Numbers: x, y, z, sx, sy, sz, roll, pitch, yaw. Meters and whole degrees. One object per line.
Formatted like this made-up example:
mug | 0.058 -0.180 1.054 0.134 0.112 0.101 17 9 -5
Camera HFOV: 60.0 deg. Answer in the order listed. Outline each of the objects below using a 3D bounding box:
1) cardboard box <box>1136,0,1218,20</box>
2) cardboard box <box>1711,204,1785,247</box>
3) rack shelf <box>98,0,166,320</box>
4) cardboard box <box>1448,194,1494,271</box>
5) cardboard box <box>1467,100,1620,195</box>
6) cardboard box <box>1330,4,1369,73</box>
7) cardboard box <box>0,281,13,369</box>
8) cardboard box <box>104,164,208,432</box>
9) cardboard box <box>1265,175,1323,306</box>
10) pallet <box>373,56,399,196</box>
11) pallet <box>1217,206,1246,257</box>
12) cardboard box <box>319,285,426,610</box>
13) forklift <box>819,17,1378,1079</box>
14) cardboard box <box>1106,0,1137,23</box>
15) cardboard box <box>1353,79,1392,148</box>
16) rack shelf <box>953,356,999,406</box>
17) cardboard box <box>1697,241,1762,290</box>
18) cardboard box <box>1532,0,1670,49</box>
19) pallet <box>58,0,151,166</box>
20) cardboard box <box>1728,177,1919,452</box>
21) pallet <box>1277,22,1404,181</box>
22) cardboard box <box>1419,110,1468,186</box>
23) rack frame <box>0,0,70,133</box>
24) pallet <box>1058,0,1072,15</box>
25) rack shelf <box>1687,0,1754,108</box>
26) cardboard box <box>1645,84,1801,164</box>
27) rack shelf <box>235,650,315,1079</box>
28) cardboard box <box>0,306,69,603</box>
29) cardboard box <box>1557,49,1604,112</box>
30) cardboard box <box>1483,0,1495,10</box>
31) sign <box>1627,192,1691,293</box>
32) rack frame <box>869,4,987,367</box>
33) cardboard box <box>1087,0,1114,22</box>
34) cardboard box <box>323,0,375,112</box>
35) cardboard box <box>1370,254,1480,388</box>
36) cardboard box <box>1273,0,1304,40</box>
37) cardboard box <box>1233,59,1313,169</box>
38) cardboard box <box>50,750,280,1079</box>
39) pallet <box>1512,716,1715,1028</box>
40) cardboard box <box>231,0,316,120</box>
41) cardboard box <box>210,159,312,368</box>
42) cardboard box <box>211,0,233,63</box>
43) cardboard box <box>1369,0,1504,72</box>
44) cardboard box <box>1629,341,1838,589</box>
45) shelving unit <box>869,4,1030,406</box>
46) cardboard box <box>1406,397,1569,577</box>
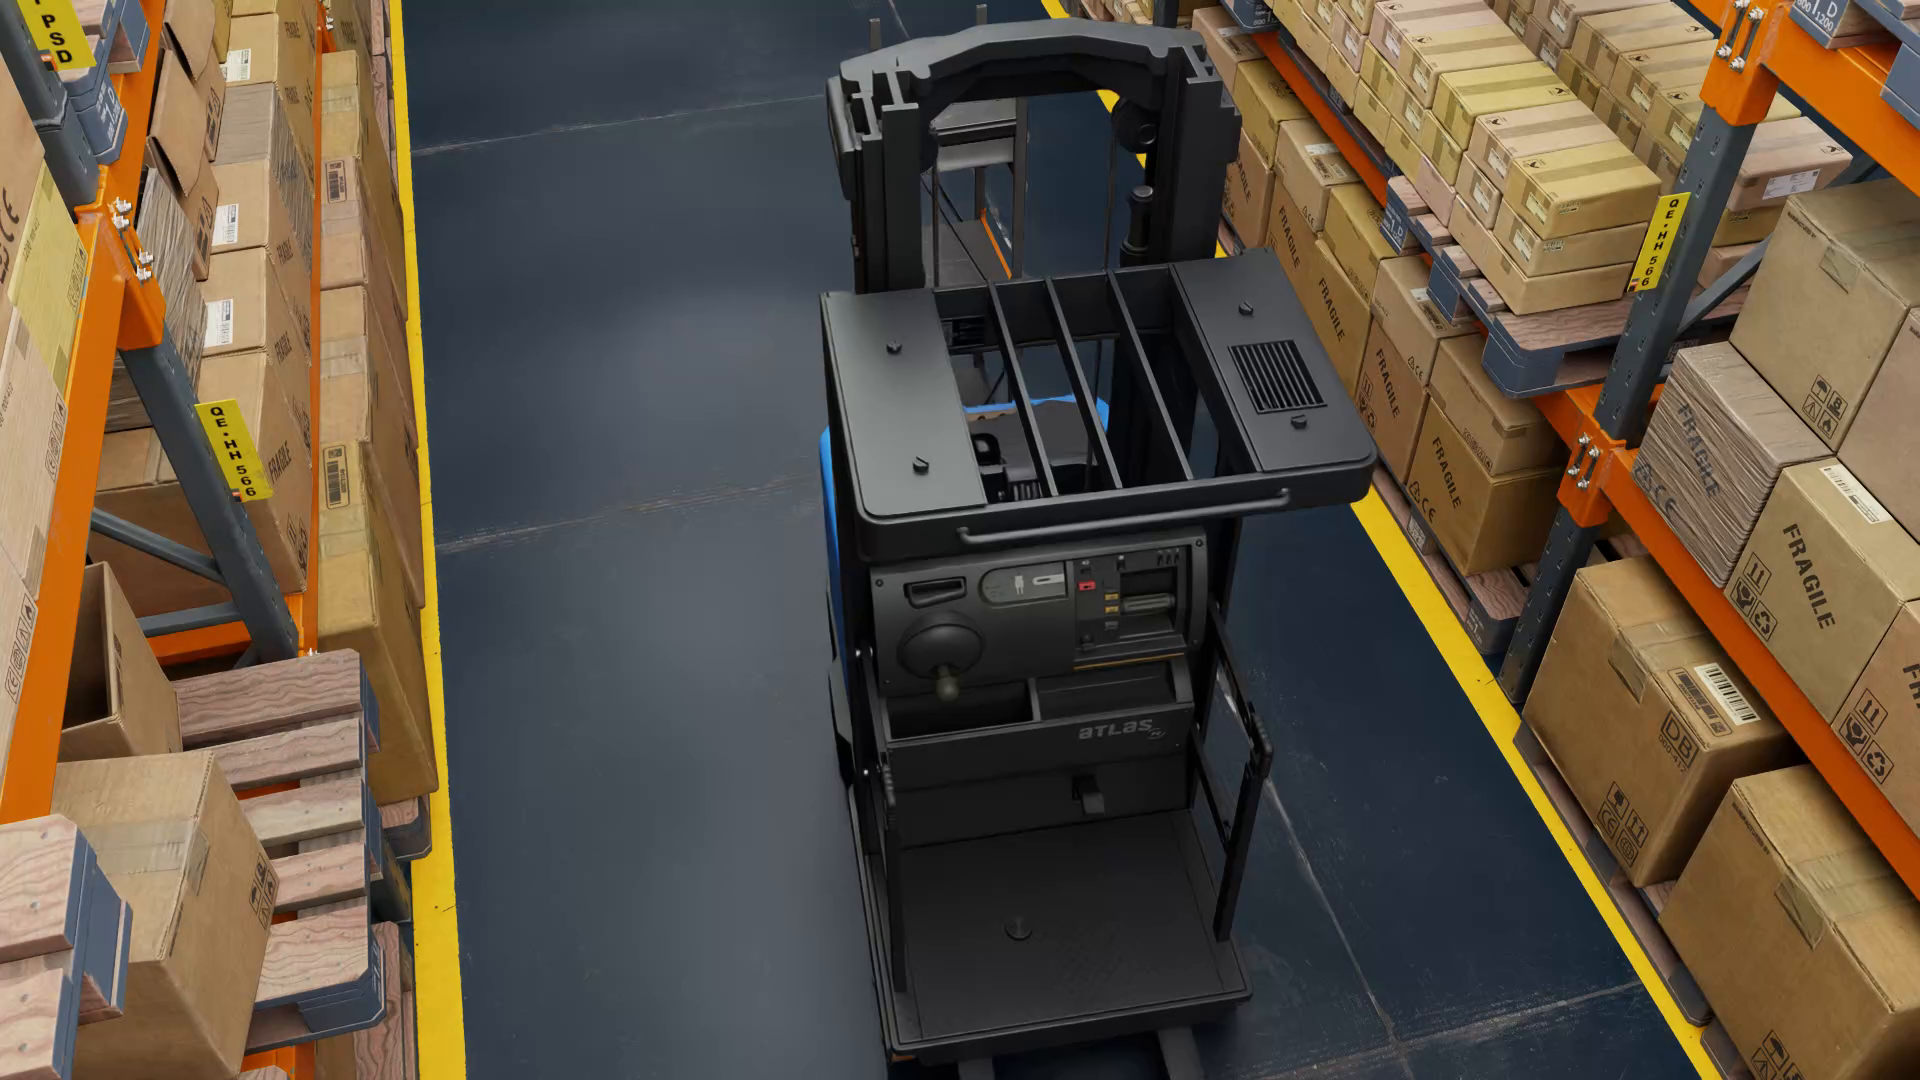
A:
cardboard box | 1.140 -2.887 8.765 0.380 0.149 0.250 -9 46 -9
cardboard box | 2.577 -1.104 5.405 0.380 0.149 0.250 -9 46 -9
rack shelf | -2.826 -1.912 4.927 1.077 0.370 4.000 -11 47 -10
cardboard box | 1.874 -1.058 5.568 0.380 0.149 0.250 -11 47 -10
cardboard box | 1.876 -1.266 5.356 0.380 0.149 0.250 -11 47 -11
cardboard box | 1.608 -1.882 6.167 0.380 0.149 0.250 -10 46 -9
cardboard box | -1.808 -0.357 2.480 0.500 0.500 0.500 -11 47 -10
cardboard box | -2.485 -0.627 4.492 0.797 0.503 0.637 -9 46 -9
cardboard box | 1.700 -1.321 7.401 0.500 0.500 0.500 -10 46 -10
pallet | -3.457 -2.058 8.619 1.003 0.211 1.213 -11 47 -10
pallet | 1.683 -1.819 8.385 1.003 0.211 1.213 -11 47 -10
cardboard box | -2.691 -0.234 6.072 1.225 0.875 0.875 -11 47 -10
forklift | 0.261 0.301 4.403 1.130 2.935 3.031 -7 46 -7
cardboard box | 1.013 -2.929 9.014 0.380 0.149 0.250 -13 47 -12
cardboard box | 1.677 -1.593 6.093 0.380 0.149 0.250 -13 47 -12
rack shelf | -0.042 -0.350 6.622 0.431 0.518 0.480 -11 47 -10
cardboard box | 2.587 -0.975 5.487 0.380 0.149 0.250 -11 47 -11
cardboard box | 2.307 -1.917 5.994 0.380 0.149 0.250 -9 46 -8
pallet | -2.530 -1.152 3.811 1.213 0.211 1.003 -9 46 -8
cardboard box | 2.612 -0.644 4.510 0.700 0.500 0.500 -11 47 -11
pallet | 1.960 -1.862 6.609 1.003 0.211 1.213 -11 47 -10
cardboard box | 1.800 -1.356 5.653 0.380 0.149 0.250 -10 46 -9
rack frame | -2.314 -1.833 2.246 1.000 3.000 0.127 -11 47 -10
pallet | 0.961 -3.657 10.186 1.003 0.211 1.213 -11 47 -10
rack shelf | 1.995 -2.749 5.748 1.077 0.370 4.000 -11 47 -10
cardboard box | 2.504 -1.377 5.465 0.380 0.149 0.250 -12 47 -11
rack shelf | -1.802 1.899 3.292 1.077 0.370 4.000 -11 47 -10
cardboard box | -1.815 -0.107 2.760 0.500 0.250 0.500 -11 47 -10
cardboard box | 2.369 -1.649 5.939 0.380 0.149 0.250 -11 47 -10
cardboard box | 2.173 -2.178 6.458 0.380 0.149 0.250 -9 46 -9
sign | 1.984 -0.842 4.720 0.100 0.325 0.005 -11 47 -10
rack frame | -0.105 -1.018 6.277 0.400 2.100 0.015 -11 47 -10
cardboard box | 0.937 -3.055 9.346 0.380 0.149 0.250 -12 47 -12
cardboard box | -3.430 -2.368 8.165 0.875 0.875 0.875 -11 47 -10
cardboard box | 1.938 -0.876 6.439 0.500 0.250 0.500 -10 46 -10
cardboard box | 1.478 -2.134 6.623 0.380 0.149 0.250 -11 47 -11
cardboard box | 1.555 -1.941 7.483 0.500 0.250 0.500 -10 46 -9
cardboard box | -1.897 0.817 3.485 0.700 0.500 0.500 -4 46 -4
pallet | 2.636 0.964 5.658 1.003 0.211 1.213 -11 47 -10
cardboard box | -2.834 -1.914 6.456 0.500 0.500 0.500 -9 46 -9
cardboard box | -2.444 -0.862 5.425 0.500 0.500 0.500 -11 47 -11
cardboard box | -3.002 -1.966 5.804 0.797 0.503 0.637 -10 46 -10
cardboard box | 1.681 -1.798 5.877 0.380 0.149 0.250 -11 47 -10
cardboard box | 2.361 -0.246 4.821 0.500 0.500 0.500 -10 46 -10
shelving unit | -0.042 -0.849 6.112 0.431 2.100 0.503 -11 47 -10
cardboard box | 2.085 -0.249 6.350 0.500 0.500 0.500 -11 47 -11
